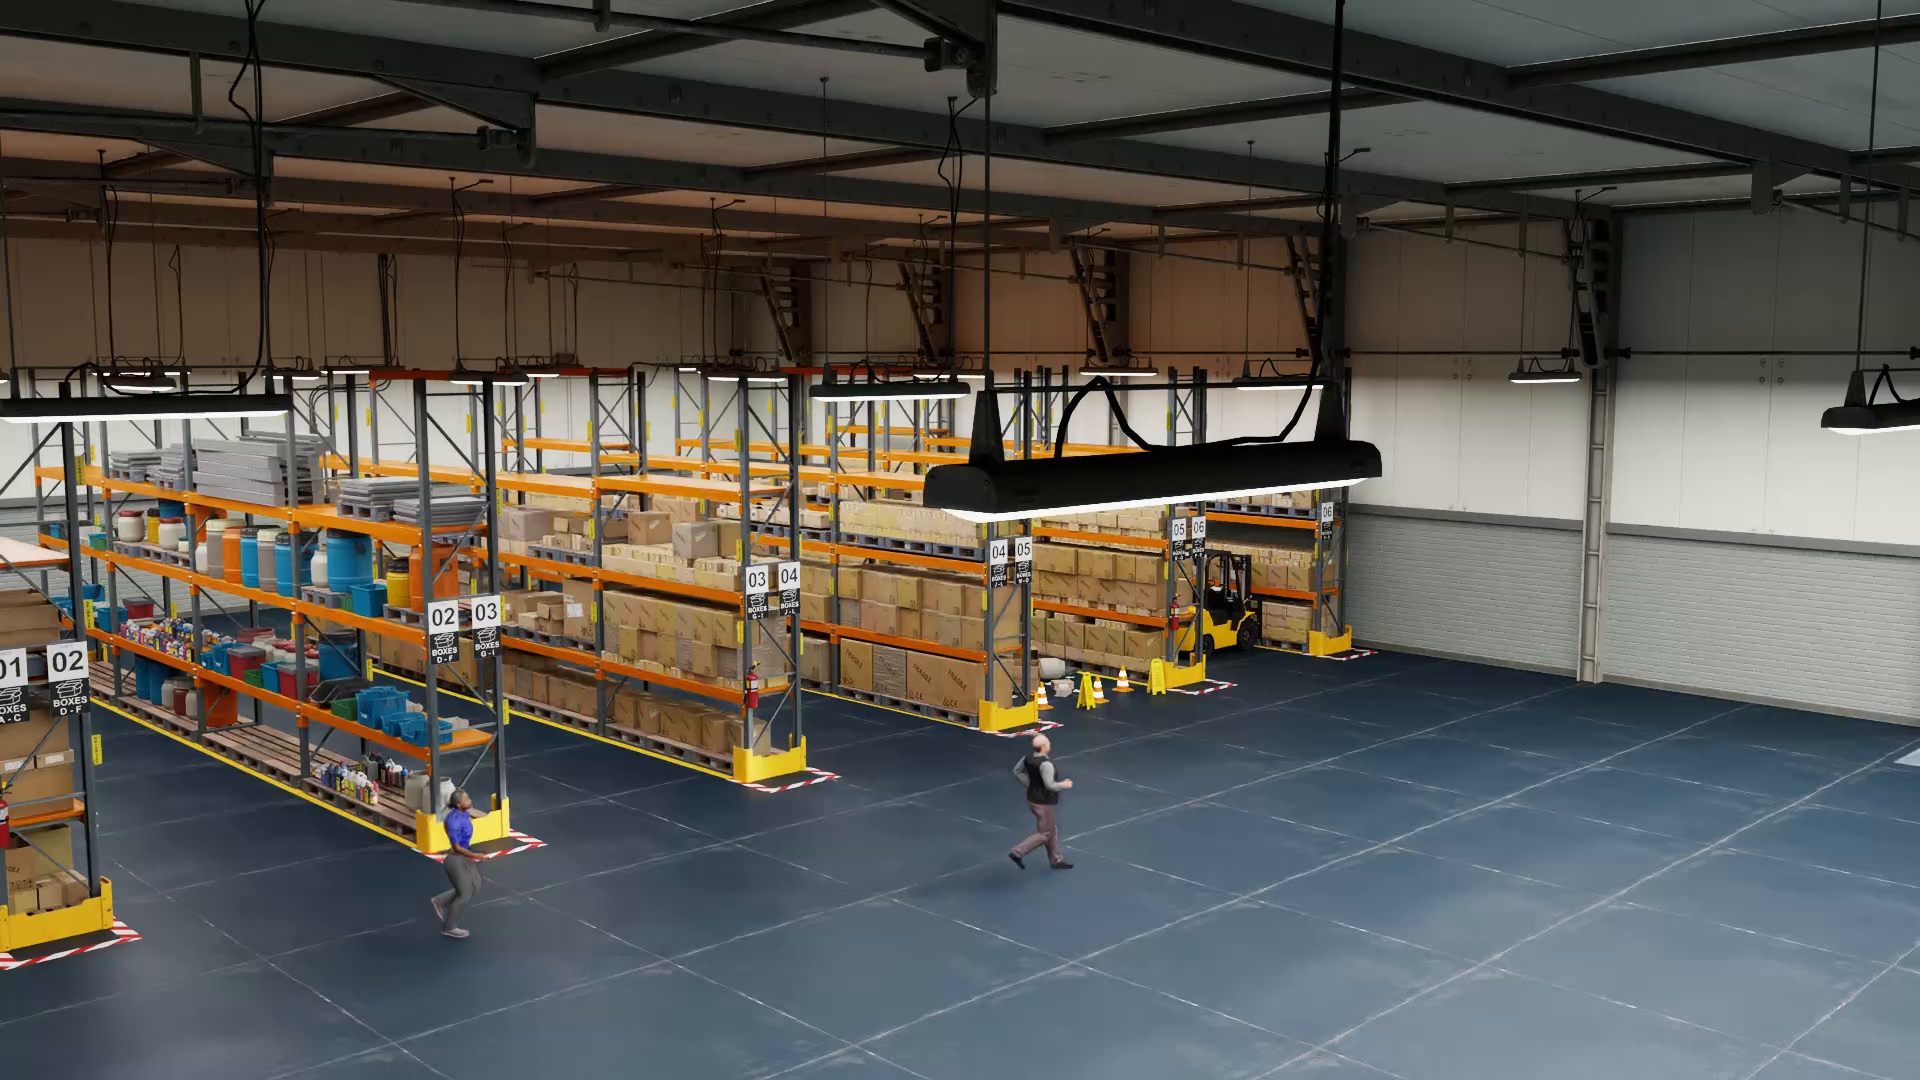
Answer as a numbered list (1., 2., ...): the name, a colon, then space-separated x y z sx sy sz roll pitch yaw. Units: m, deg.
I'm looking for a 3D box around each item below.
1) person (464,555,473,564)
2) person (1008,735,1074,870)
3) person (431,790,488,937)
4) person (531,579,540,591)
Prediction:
1. person: -11.647 1.024 39.614 0.791 1.759 0.896 2 7 21
2. person: 0.978 3.206 20.129 0.936 1.717 0.661 -3 7 -24
3. person: -5.433 3.509 18.104 0.584 1.606 0.597 -1 7 -12
4. person: -8.482 1.701 33.361 0.726 1.840 0.640 6 9 42
